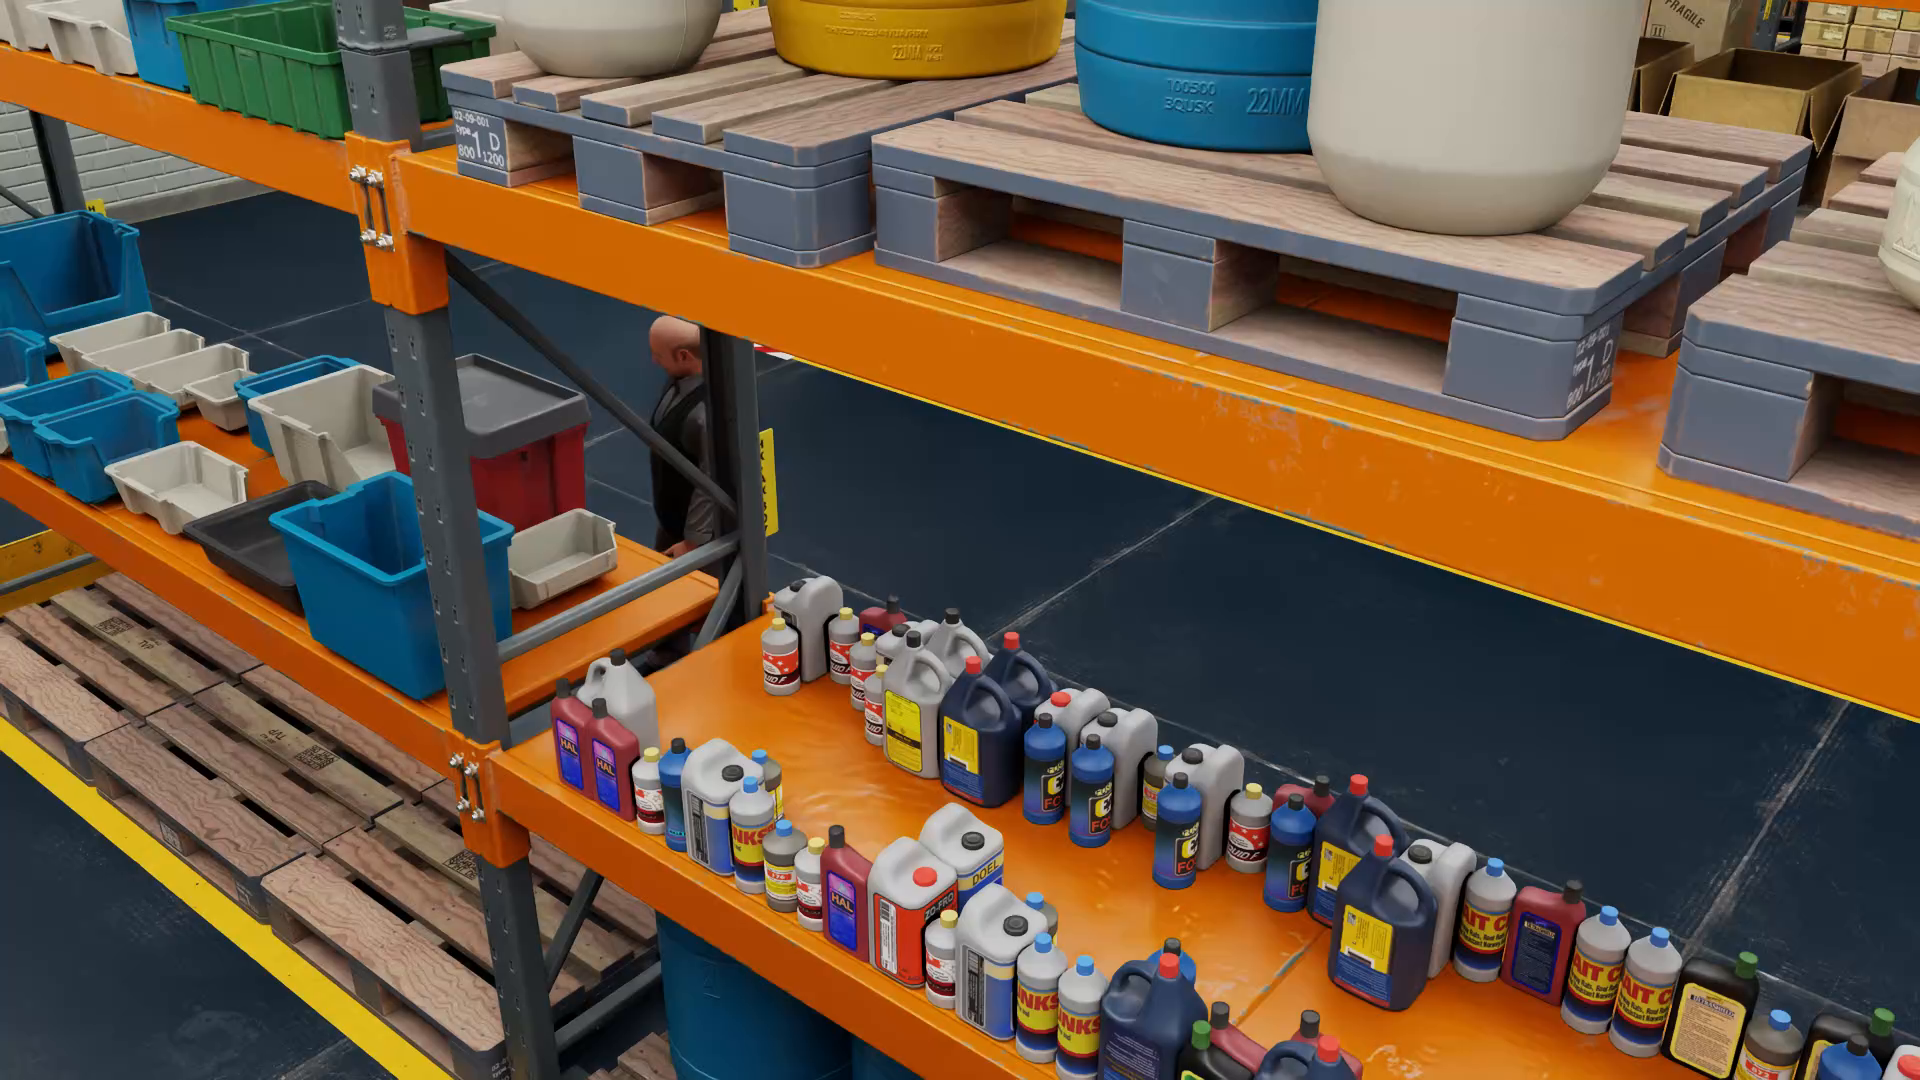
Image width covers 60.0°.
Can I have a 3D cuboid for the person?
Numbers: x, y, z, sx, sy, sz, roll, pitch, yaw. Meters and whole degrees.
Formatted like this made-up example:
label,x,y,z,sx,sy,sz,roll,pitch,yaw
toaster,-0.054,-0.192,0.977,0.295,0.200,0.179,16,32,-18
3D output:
label,x,y,z,sx,sy,sz,roll,pitch,yaw
person,-1.040,0.032,6.053,0.595,1.723,0.550,20,34,34
